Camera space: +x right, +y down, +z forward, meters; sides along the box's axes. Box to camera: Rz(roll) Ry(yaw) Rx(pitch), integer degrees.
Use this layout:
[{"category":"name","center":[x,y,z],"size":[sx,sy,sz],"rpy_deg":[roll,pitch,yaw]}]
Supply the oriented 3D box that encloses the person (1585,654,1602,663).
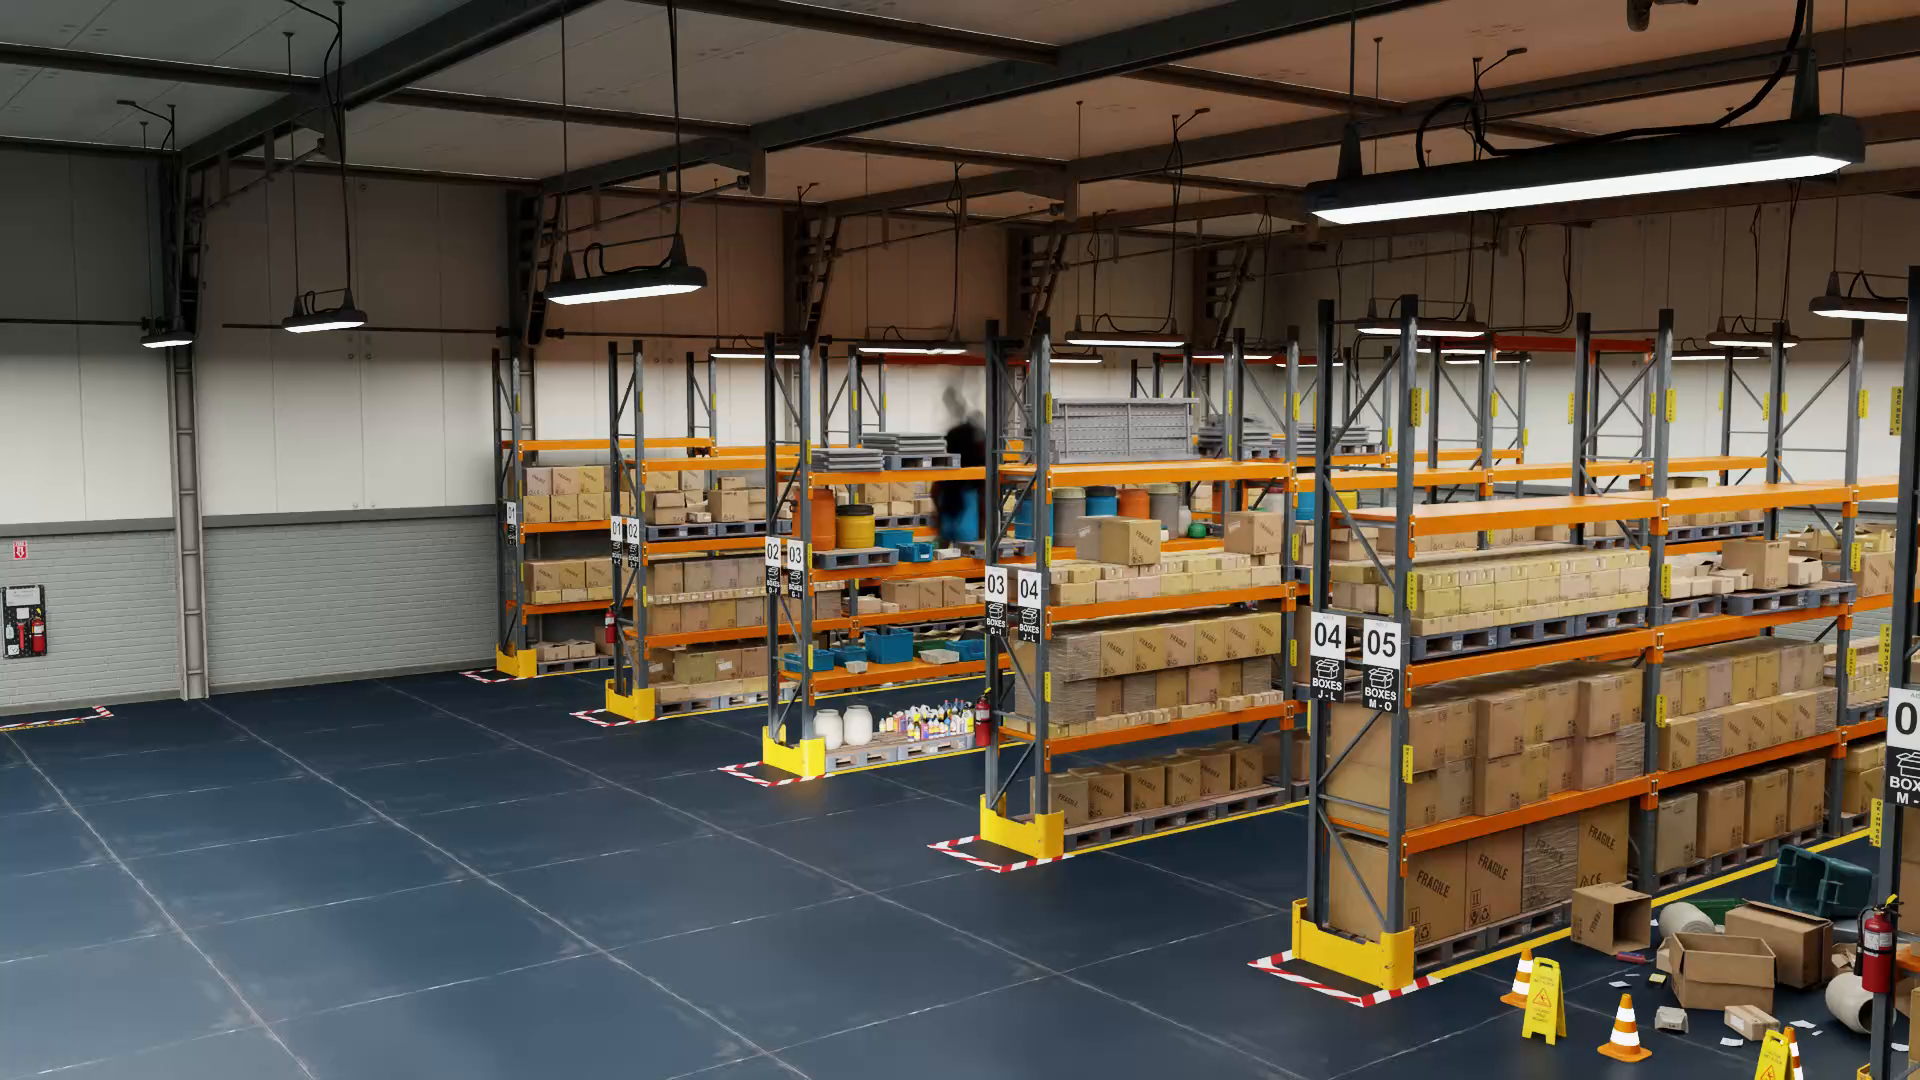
[{"category":"person","center":[8.684,2.315,22.817],"size":[0.857,1.719,0.562],"rpy_deg":[-4,6,-37]}]
